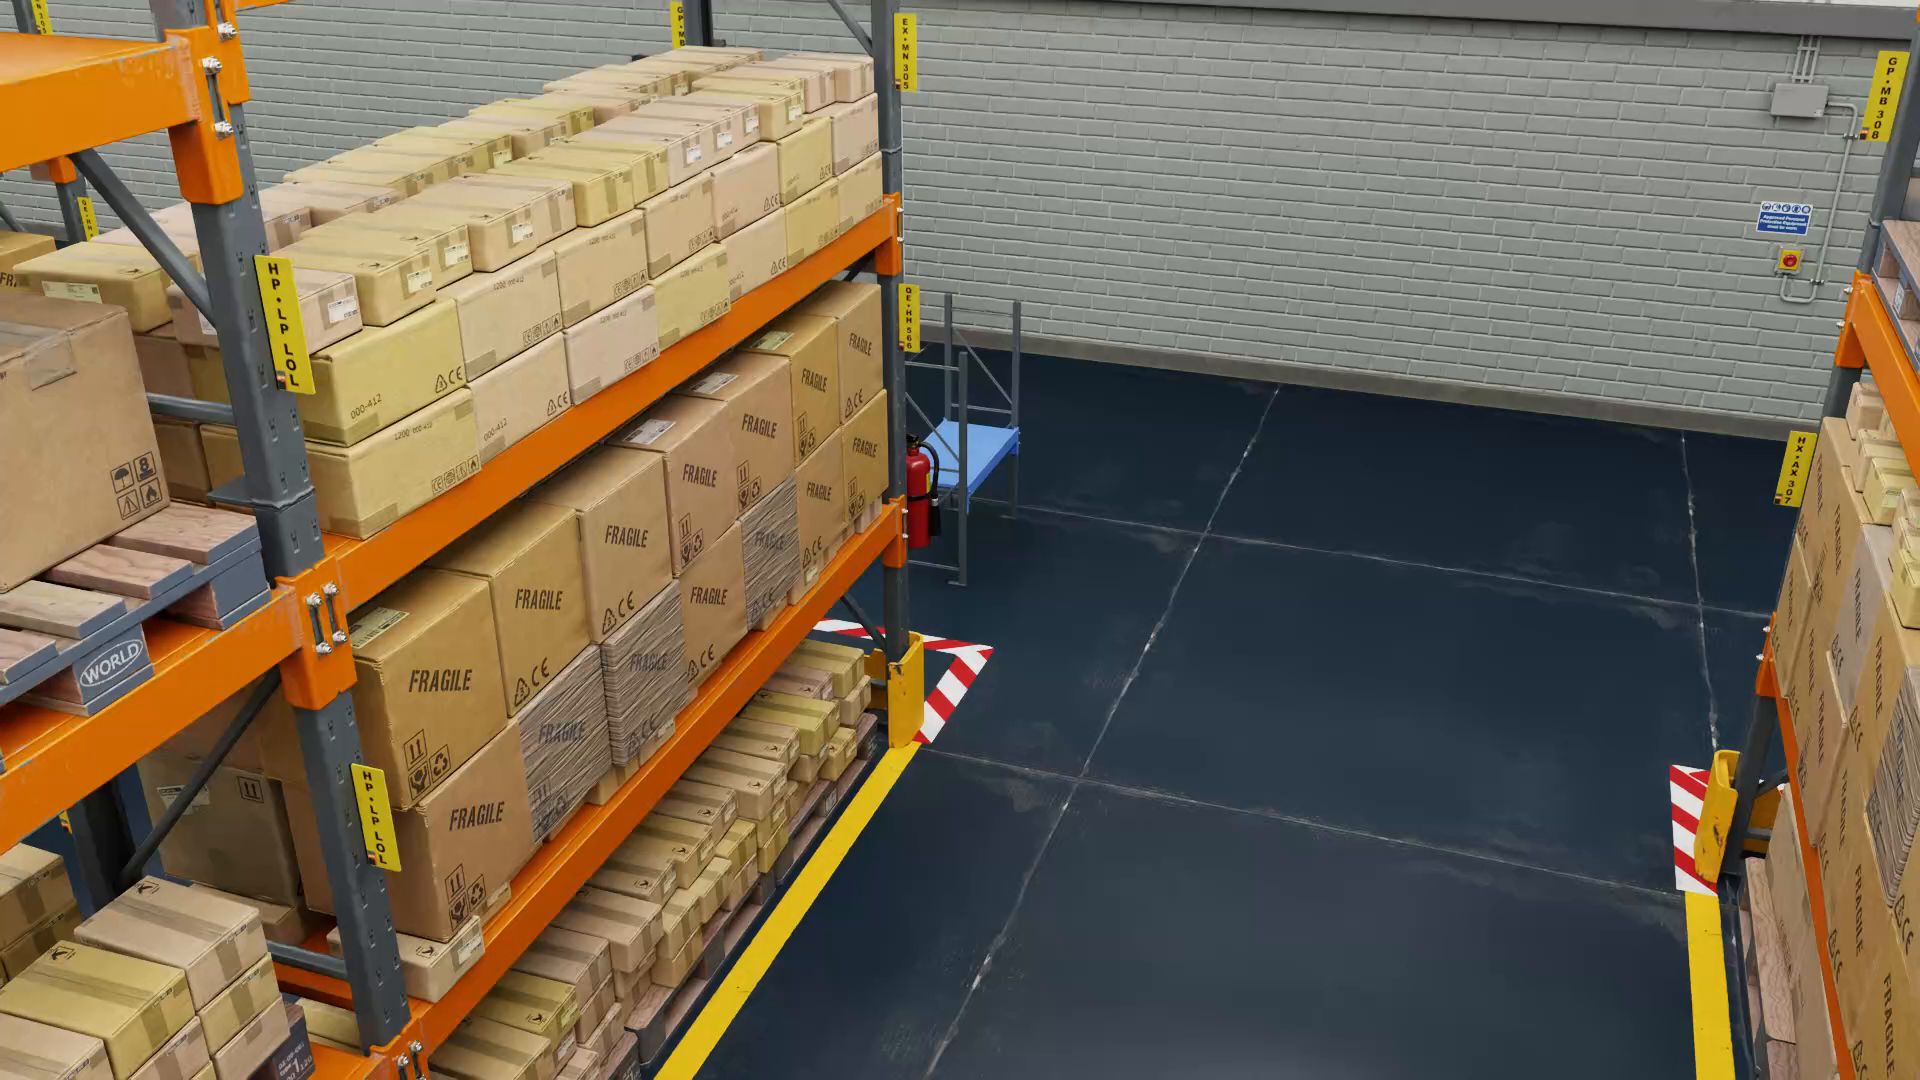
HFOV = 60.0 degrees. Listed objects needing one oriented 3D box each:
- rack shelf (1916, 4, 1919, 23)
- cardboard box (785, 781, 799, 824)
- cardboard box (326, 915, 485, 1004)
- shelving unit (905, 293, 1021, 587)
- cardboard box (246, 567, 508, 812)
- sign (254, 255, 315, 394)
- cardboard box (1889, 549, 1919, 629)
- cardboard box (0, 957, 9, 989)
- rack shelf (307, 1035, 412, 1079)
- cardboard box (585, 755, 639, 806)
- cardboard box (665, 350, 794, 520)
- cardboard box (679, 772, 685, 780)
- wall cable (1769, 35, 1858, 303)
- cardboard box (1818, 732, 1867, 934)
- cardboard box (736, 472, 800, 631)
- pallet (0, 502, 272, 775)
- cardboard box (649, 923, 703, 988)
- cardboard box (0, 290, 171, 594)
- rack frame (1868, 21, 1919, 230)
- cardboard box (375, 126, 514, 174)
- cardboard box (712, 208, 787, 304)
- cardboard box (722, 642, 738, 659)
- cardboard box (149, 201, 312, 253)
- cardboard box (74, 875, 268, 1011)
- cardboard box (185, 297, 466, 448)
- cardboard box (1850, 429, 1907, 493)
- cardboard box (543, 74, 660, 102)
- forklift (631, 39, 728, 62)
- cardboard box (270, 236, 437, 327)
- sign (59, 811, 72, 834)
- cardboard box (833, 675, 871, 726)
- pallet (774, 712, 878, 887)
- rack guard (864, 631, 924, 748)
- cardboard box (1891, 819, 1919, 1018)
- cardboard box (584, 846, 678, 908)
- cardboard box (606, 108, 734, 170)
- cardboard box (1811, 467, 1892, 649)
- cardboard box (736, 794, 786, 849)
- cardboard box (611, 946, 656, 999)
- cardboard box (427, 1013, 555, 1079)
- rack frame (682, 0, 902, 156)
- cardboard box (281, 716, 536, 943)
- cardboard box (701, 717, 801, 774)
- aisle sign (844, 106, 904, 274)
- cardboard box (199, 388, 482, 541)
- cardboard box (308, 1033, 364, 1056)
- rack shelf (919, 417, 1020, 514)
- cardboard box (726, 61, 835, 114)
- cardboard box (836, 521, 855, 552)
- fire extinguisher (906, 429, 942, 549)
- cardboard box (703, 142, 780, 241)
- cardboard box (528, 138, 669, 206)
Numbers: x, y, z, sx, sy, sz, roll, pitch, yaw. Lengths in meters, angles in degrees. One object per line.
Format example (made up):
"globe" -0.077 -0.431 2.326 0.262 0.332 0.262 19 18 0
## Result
"rack shelf" 3.283 -1.156 4.096 1.077 0.370 4.000 9 27 17
"cardboard box" -0.961 1.203 7.614 0.380 0.149 0.250 9 27 18
"cardboard box" -1.681 1.230 5.056 0.380 0.149 0.250 10 28 19
"shelving unit" -0.028 -0.640 10.351 0.538 1.500 1.048 9 27 17
"cardboard box" -1.704 0.407 4.864 0.500 0.500 0.500 9 27 19
"sign" -1.560 -0.495 3.843 0.100 0.325 0.005 9 27 17
"cardboard box" 3.013 0.168 4.954 0.380 0.149 0.250 8 27 16
"cardboard box" -2.733 1.178 4.340 0.380 0.149 0.250 8 27 16
"rack shelf" -2.750 2.332 3.318 1.077 0.370 4.000 9 27 17
"cardboard box" -1.385 0.791 5.963 0.380 0.149 0.250 9 27 18
"cardboard box" -1.004 -0.439 6.612 0.500 0.500 0.500 10 28 20
"cardboard box" -1.504 1.117 7.791 0.380 0.149 0.250 9 27 18
"wall cable" 5.803 -2.574 11.421 0.585 1.953 0.123 9 27 17
"cardboard box" 3.039 0.956 5.219 0.500 0.500 0.500 10 27 19
"cardboard box" -0.996 0.006 6.840 0.500 0.500 0.500 9 27 18
"pallet" -2.390 0.159 3.754 1.213 0.211 1.003 9 27 17
"cardboard box" -1.267 1.638 6.715 0.380 0.149 0.250 8 27 16
"cardboard box" -2.314 -0.258 3.803 0.700 0.500 0.500 9 27 18
"rack frame" 3.948 -2.482 5.549 1.000 3.000 0.127 9 27 17
"cardboard box" -1.767 -1.312 5.716 0.380 0.149 0.250 8 27 17
"cardboard box" -0.996 -1.103 6.315 0.500 0.250 0.500 10 28 20
"cardboard box" -1.107 0.347 6.880 0.380 0.149 0.250 8 27 15
"cardboard box" -2.118 -0.886 4.837 0.380 0.149 0.250 9 27 17
"cardboard box" -2.034 1.035 4.293 0.380 0.149 0.250 10 28 20
"cardboard box" -1.698 -0.485 4.465 0.500 0.250 0.500 10 27 19
"cardboard box" 3.354 -0.255 5.827 0.380 0.149 0.250 10 27 19
"cardboard box" -1.418 -1.742 6.605 0.380 0.149 0.250 9 27 18
"forklift" -2.118 -1.831 11.169 3.031 2.935 1.130 13 29 24
"cardboard box" -1.637 -0.693 4.437 0.380 0.149 0.250 8 27 15
"sign" -2.599 0.721 4.826 0.100 0.325 0.005 9 27 17
"cardboard box" -0.660 0.761 8.185 0.380 0.149 0.250 8 27 16
"pallet" -1.082 1.157 8.118 1.003 0.211 1.213 9 27 17
"rack guard" -0.779 0.698 8.734 1.175 0.500 0.348 9 27 17
"cardboard box" 2.690 0.926 4.134 0.500 0.500 0.500 8 27 17
"cardboard box" -1.349 1.358 6.610 0.380 0.149 0.250 8 27 15
"cardboard box" -1.043 -1.444 5.989 0.380 0.149 0.250 9 27 19
"cardboard box" 3.355 0.093 5.854 0.500 0.500 0.500 8 27 16
"cardboard box" -0.991 1.189 7.300 0.380 0.149 0.250 9 27 18
"cardboard box" -1.409 1.601 6.449 0.380 0.149 0.250 10 28 20
"cardboard box" -1.627 1.796 5.705 0.380 0.149 0.250 10 28 20
"rack frame" -0.753 -3.158 6.946 1.000 3.000 0.127 9 27 17
"cardboard box" -1.682 0.840 5.117 0.500 0.500 0.500 8 27 16
"cardboard box" -0.941 0.940 7.474 0.380 0.149 0.250 8 27 15
"aisle sign" -0.446 -1.614 7.659 0.394 0.787 0.004 9 27 17
"cardboard box" -1.681 -0.249 4.551 0.500 0.250 0.500 10 28 20
"cardboard box" -2.211 1.828 5.639 0.380 0.149 0.250 10 27 19
"rack shelf" -0.028 -0.478 10.429 0.538 0.185 1.000 9 27 17
"cardboard box" -0.741 -1.875 6.880 0.380 0.149 0.250 9 27 18
"cardboard box" -0.713 -0.073 7.747 0.380 0.149 0.250 9 27 17
"fire extinguisher" -0.234 -0.292 8.427 0.296 0.674 0.183 9 27 17
"cardboard box" -1.009 -1.319 6.188 0.500 0.250 0.500 9 27 18
"cardboard box" -1.202 -1.228 5.543 0.380 0.149 0.250 8 27 16
